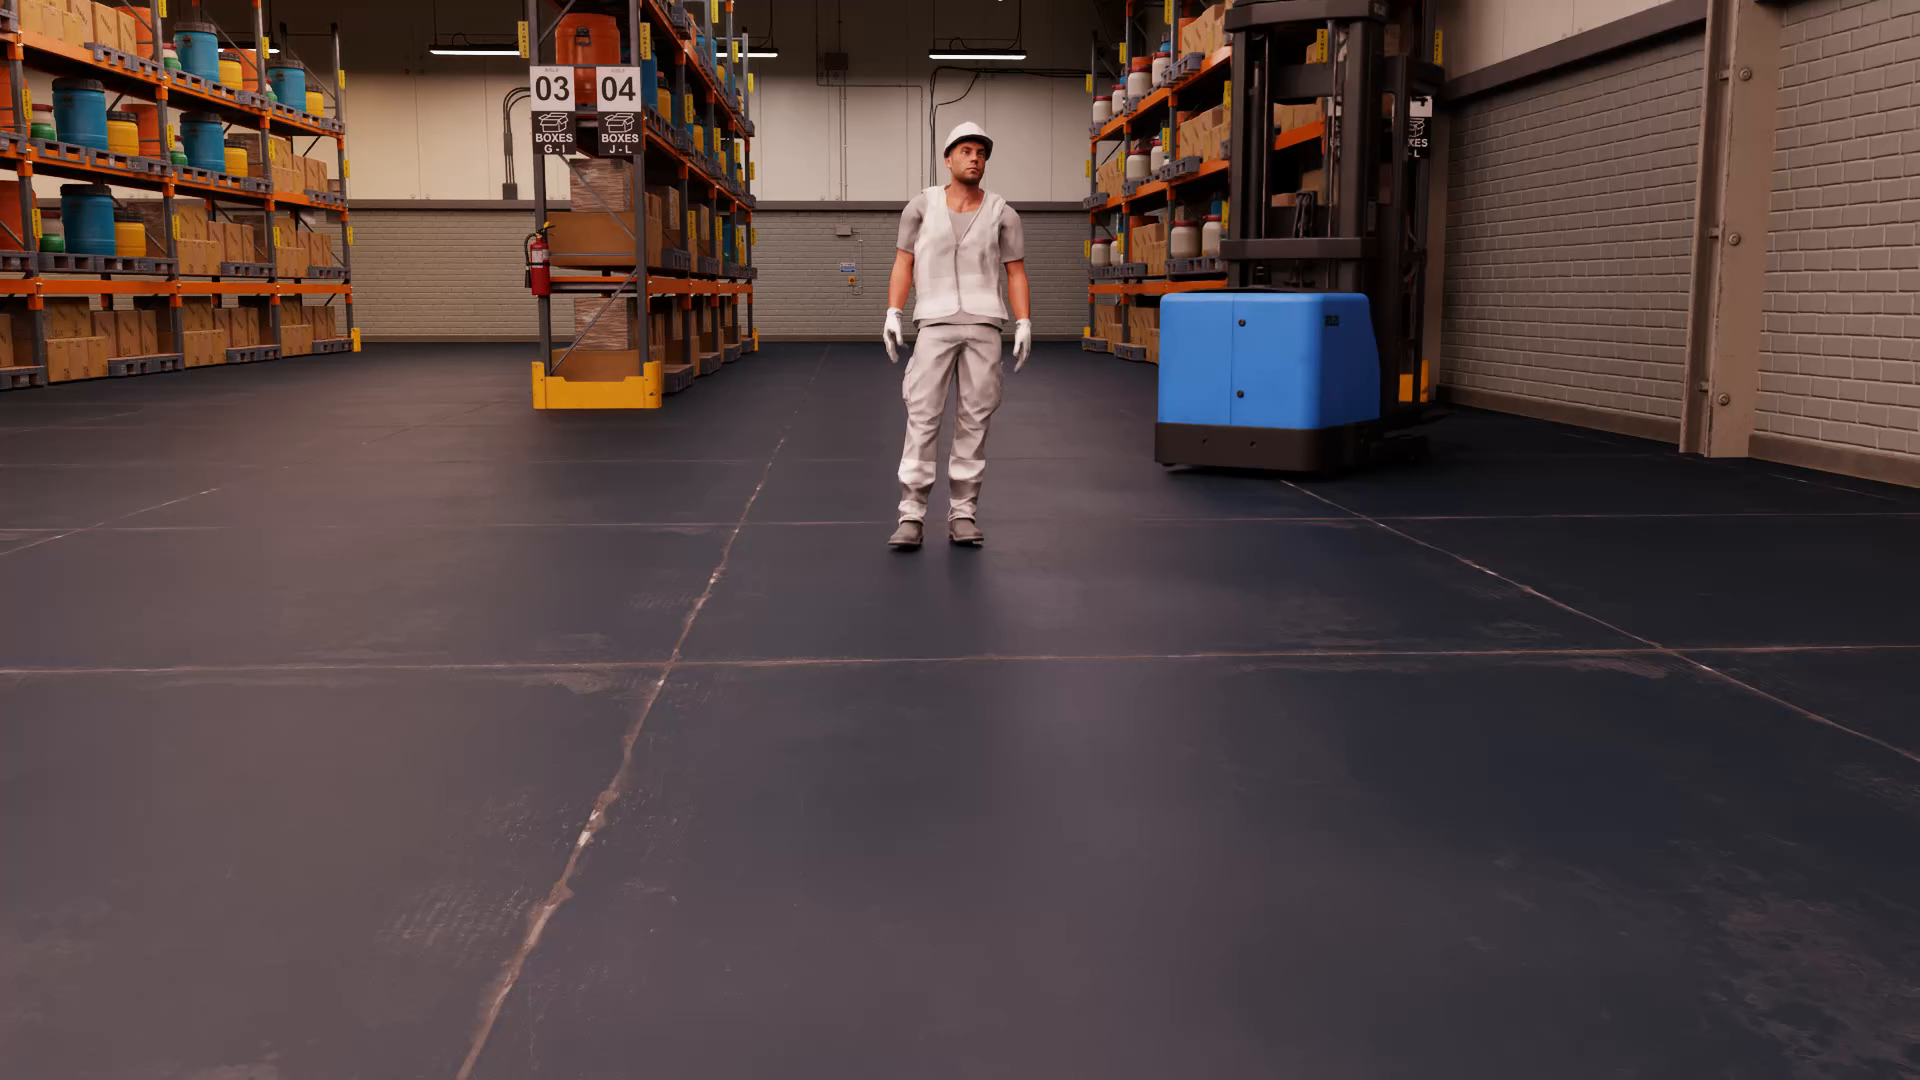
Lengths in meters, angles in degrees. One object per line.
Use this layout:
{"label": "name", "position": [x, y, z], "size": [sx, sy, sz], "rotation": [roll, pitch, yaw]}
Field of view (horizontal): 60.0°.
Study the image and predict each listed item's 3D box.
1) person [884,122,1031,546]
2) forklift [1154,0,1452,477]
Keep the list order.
{"label": "person", "position": [-0.007, -0.881, 7.097], "size": [0.637, 1.790, 0.562], "rotation": [-1, 8, -4]}
{"label": "forklift", "position": [2.410, -1.987, 10.713], "size": [1.130, 2.935, 3.031], "rotation": [6, 10, 34]}
